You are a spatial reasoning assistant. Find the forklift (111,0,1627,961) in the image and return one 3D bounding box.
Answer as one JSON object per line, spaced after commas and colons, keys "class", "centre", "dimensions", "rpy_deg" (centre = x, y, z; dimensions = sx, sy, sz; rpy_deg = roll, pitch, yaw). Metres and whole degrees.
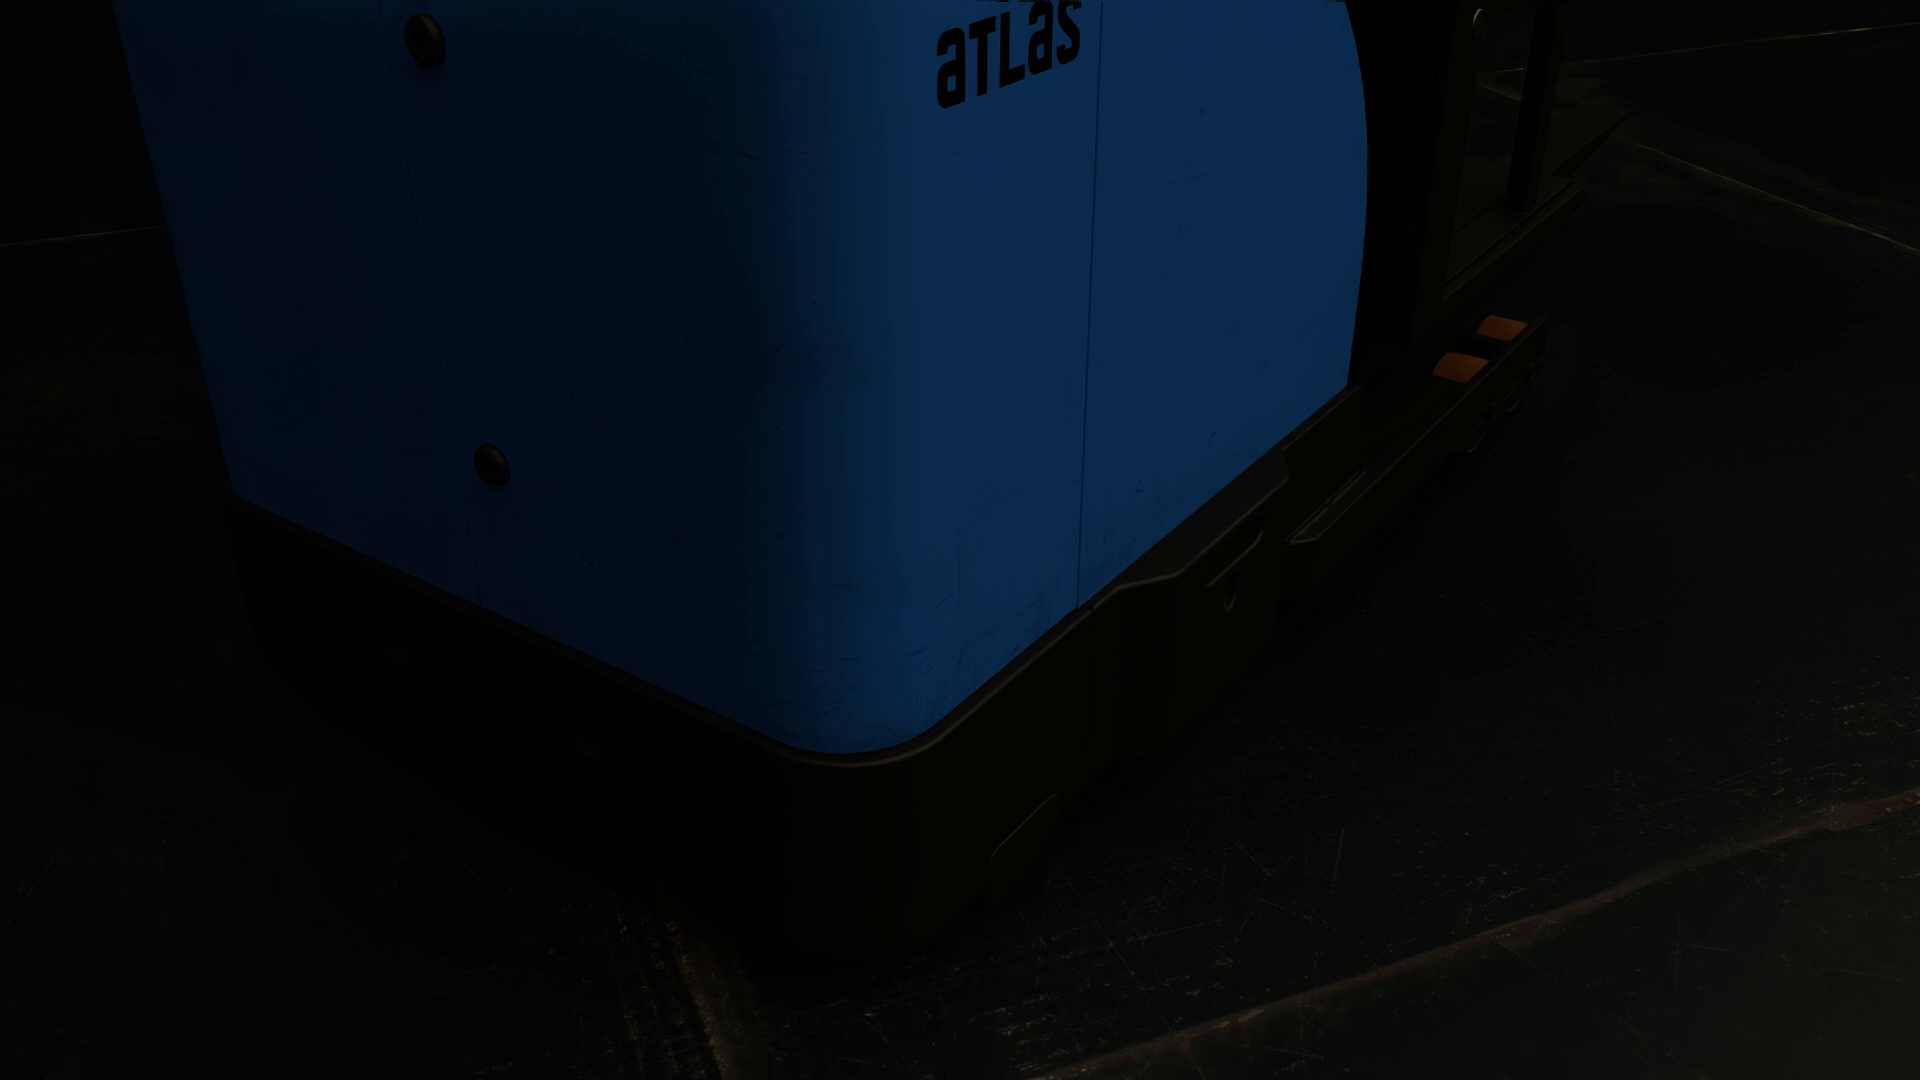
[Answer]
{"class": "forklift", "centre": [0.362, -1.539, 2.241], "dimensions": [1.130, 2.935, 3.031], "rpy_deg": [19, 35, 30]}
